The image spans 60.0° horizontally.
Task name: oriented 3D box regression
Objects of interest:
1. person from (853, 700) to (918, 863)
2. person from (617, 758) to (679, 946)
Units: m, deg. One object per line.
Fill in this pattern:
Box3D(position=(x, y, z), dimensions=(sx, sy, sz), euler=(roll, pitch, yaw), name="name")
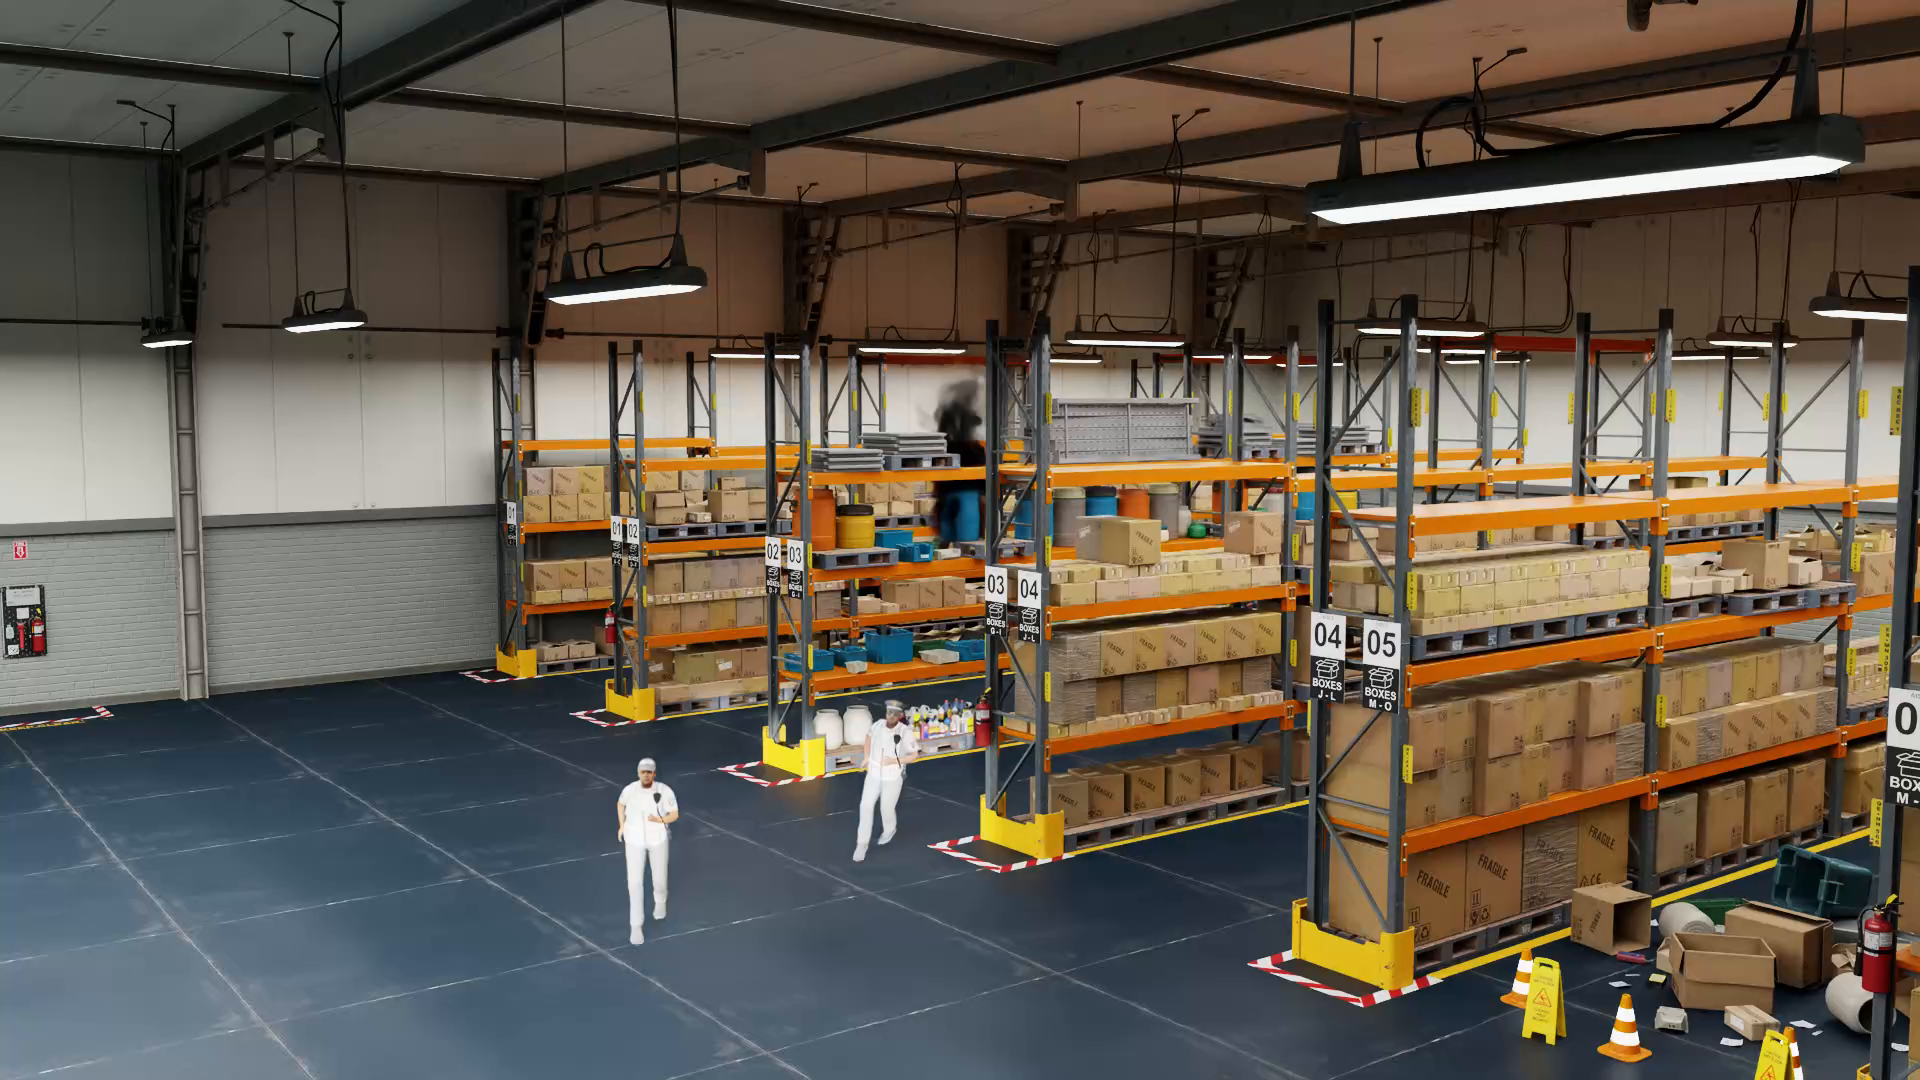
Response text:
Box3D(position=(-0.805, 2.651, 18.682), dimensions=(0.694, 1.763, 0.928), euler=(1, 5, 14), name="person")
Box3D(position=(-2.992, 2.923, 15.939), dimensions=(0.594, 1.689, 0.877), euler=(-1, 5, -7), name="person")
